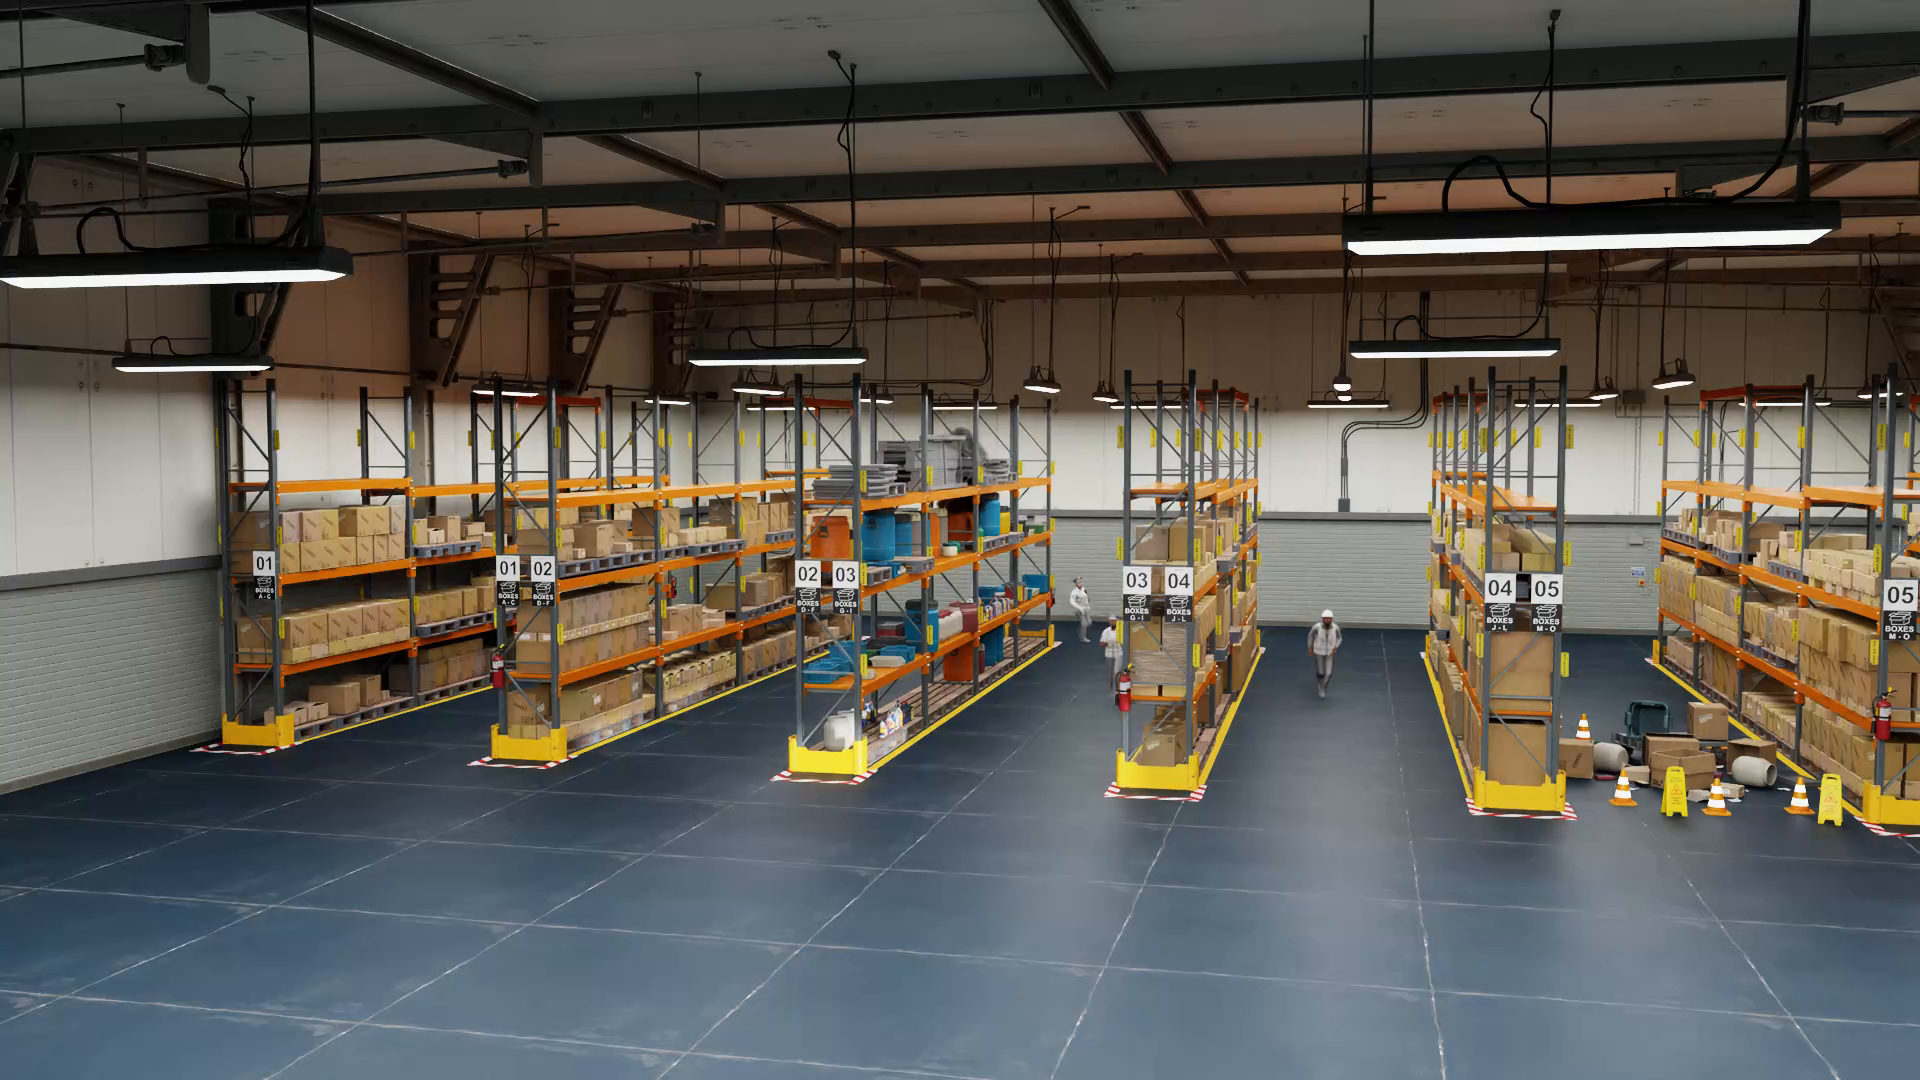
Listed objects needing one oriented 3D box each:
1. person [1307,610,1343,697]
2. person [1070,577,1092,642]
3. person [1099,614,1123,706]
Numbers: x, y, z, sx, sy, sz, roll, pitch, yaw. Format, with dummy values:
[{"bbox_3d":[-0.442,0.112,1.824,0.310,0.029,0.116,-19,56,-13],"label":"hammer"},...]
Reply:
[{"bbox_3d":[7.133,2.205,32.508,0.639,1.711,0.678,0,3,-3],"label":"person"},{"bbox_3d":[2.978,1.720,41.051,0.650,1.629,0.520,-3,4,-38],"label":"person"},{"bbox_3d":[2.980,2.256,31.721,0.599,1.743,0.894,1,4,20],"label":"person"}]
